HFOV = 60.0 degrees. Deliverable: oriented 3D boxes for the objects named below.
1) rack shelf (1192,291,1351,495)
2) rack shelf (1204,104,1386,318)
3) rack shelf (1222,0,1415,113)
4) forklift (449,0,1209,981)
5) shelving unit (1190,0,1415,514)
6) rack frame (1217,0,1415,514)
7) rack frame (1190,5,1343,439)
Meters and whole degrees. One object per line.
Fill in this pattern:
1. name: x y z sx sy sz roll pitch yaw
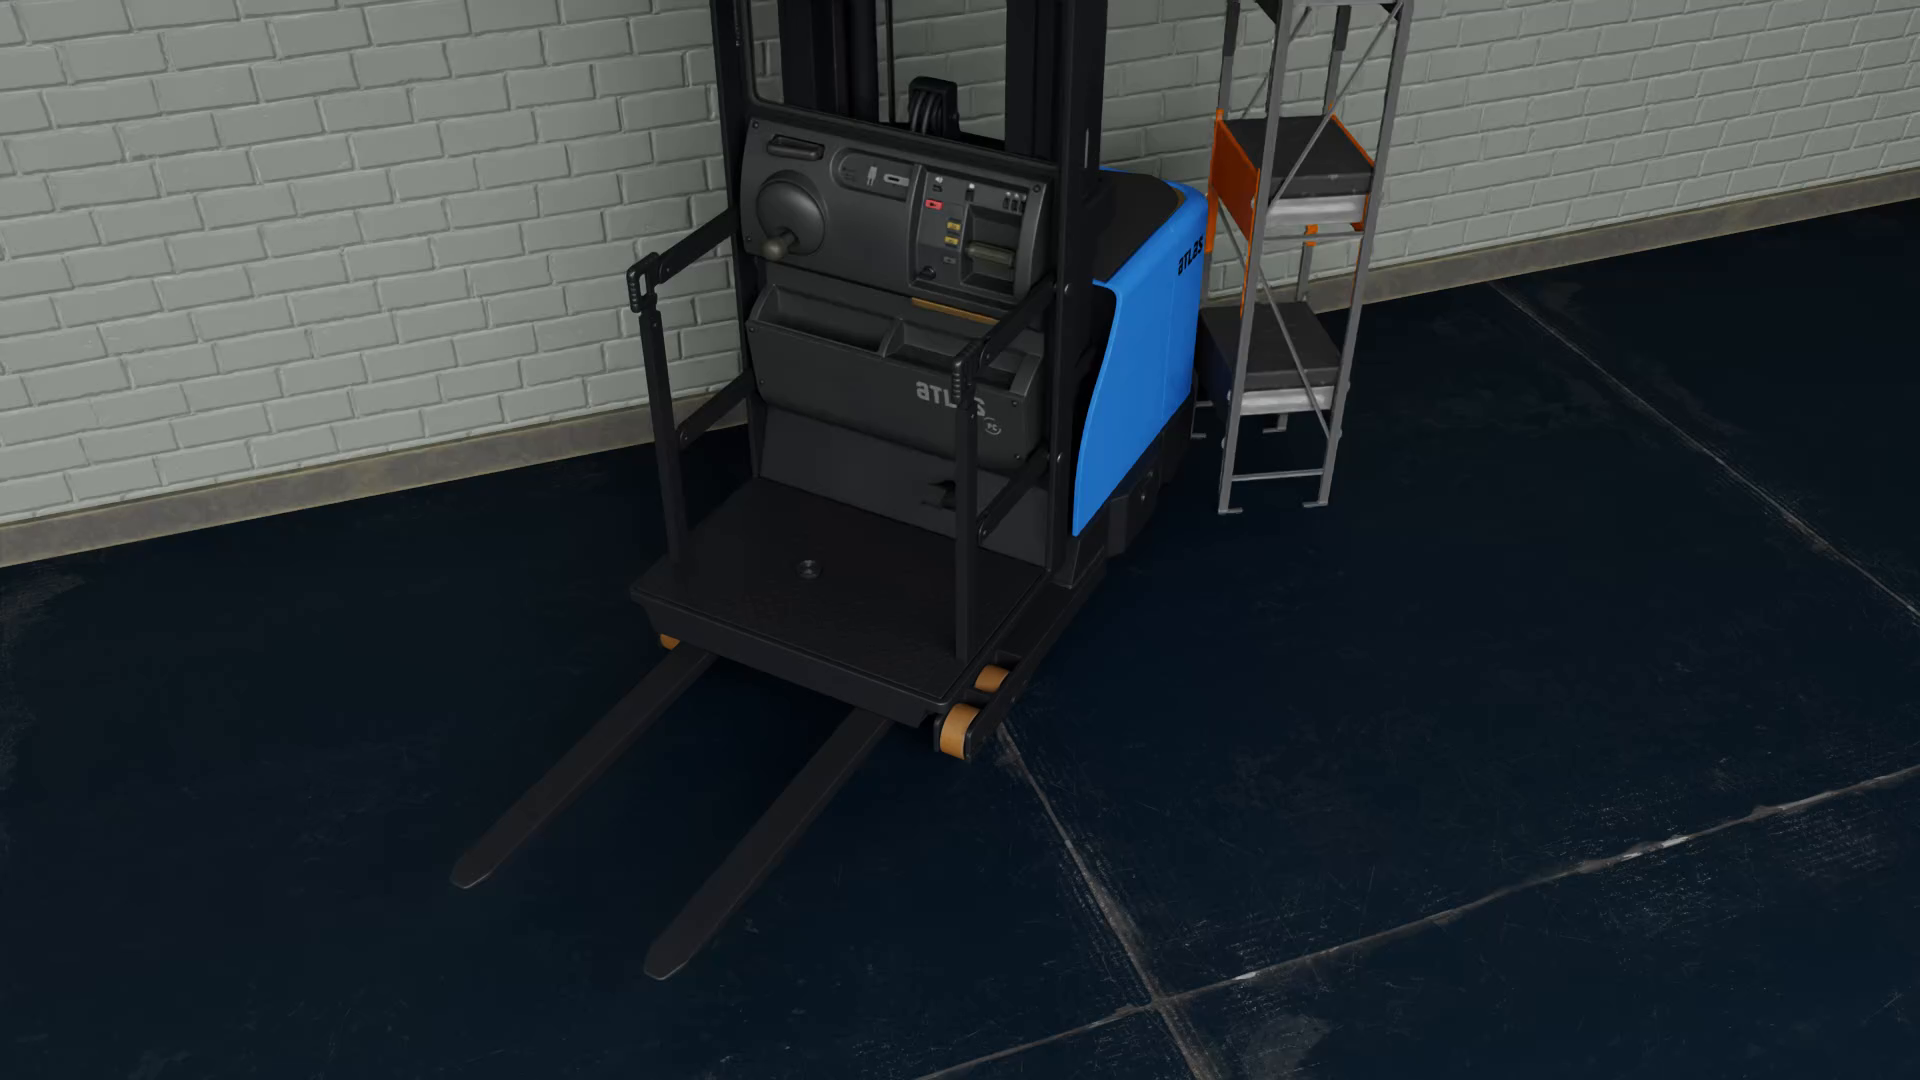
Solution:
1. rack shelf: 1.073 -0.525 5.882 0.431 0.518 0.480 -5 37 -7
2. rack shelf: 1.080 -1.086 5.464 0.431 0.518 0.480 -5 37 -7
3. rack shelf: 1.087 -1.647 5.045 0.431 0.518 0.480 -5 37 -7
4. forklift: -0.296 -0.836 4.424 1.130 2.935 3.031 18 40 22
5. shelving unit: 1.080 -1.097 5.456 0.431 2.100 0.503 -5 37 -7
6. rack frame: 1.116 -0.952 5.262 0.400 2.100 0.015 -5 37 -7
7. rack frame: 1.044 -1.241 5.649 0.400 2.100 0.015 -5 37 -7
